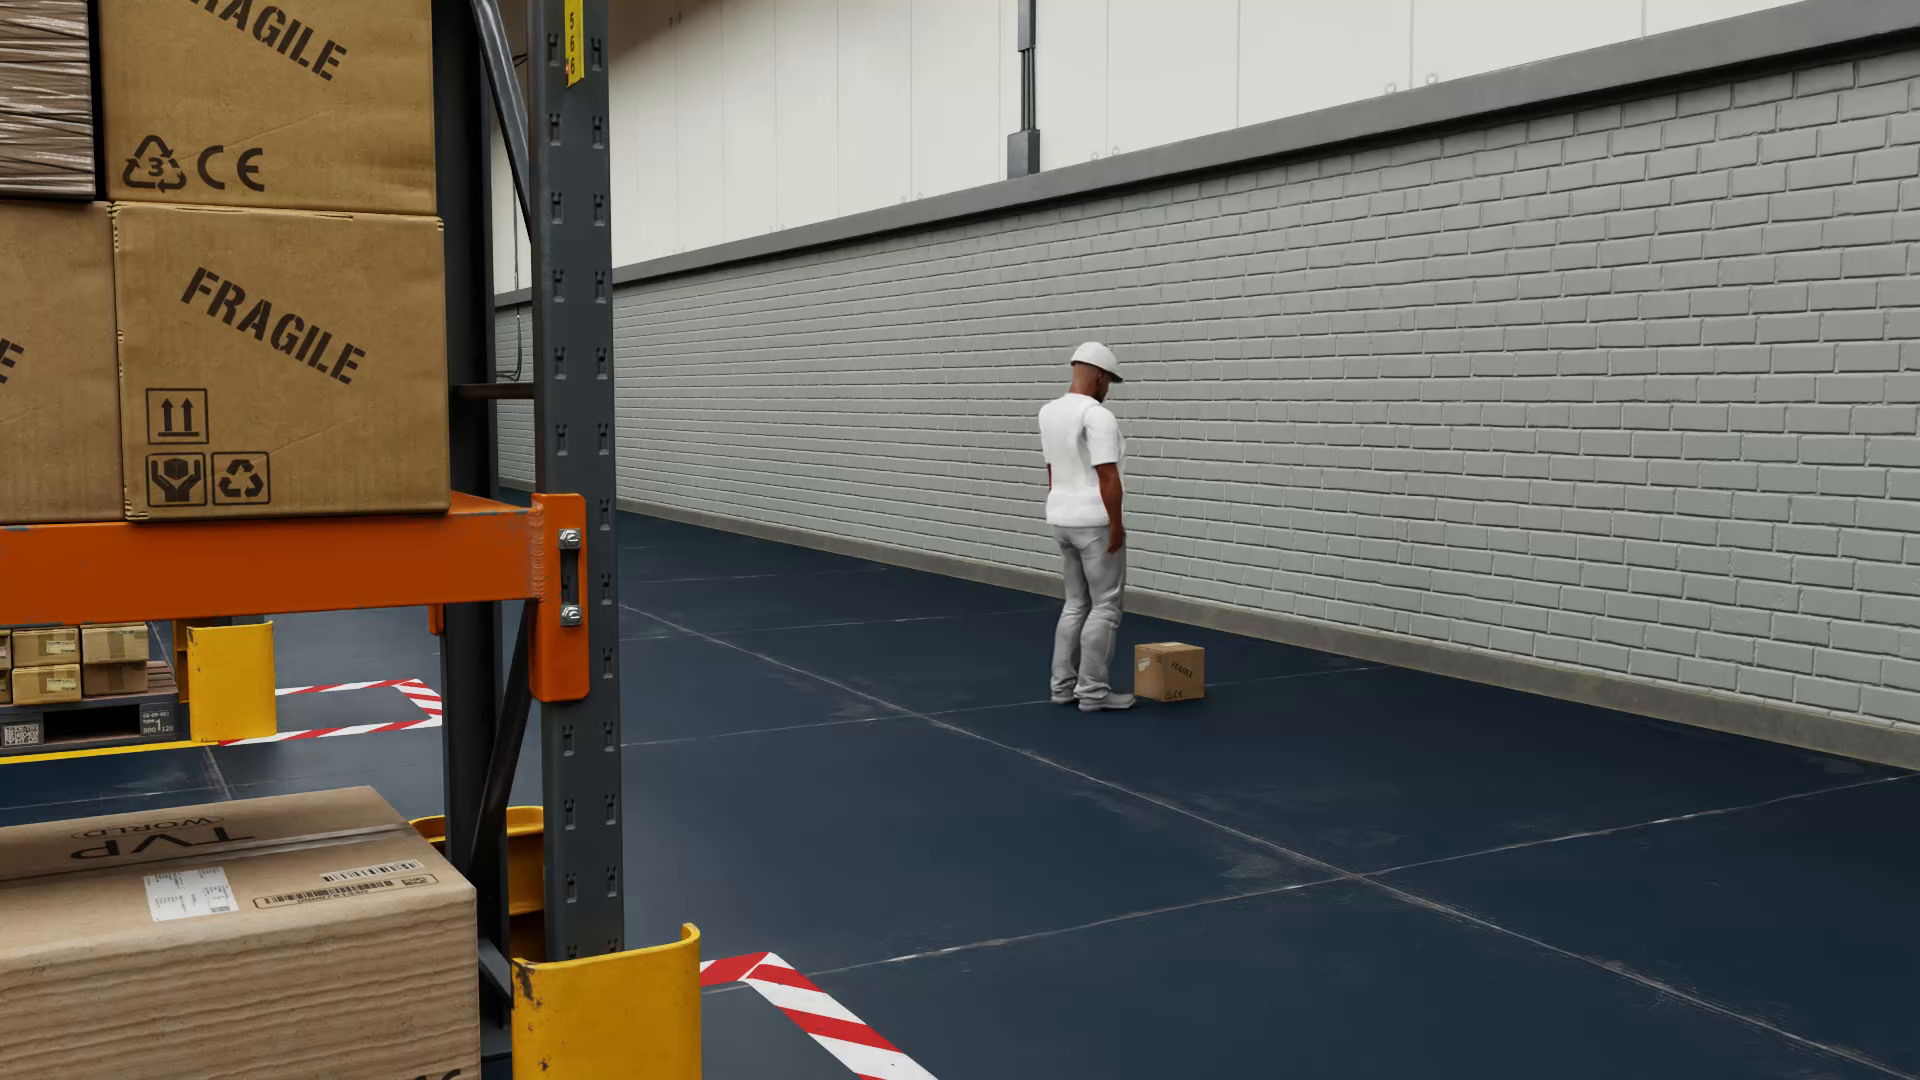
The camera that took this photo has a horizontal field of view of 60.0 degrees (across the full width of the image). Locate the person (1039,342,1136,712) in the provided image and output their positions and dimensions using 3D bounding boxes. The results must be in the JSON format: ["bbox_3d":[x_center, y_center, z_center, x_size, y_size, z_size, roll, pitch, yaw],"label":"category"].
[{"bbox_3d":[0.614,-0.074,8.024,0.379,1.753,0.571,-3,6,-28],"label":"person"}]
